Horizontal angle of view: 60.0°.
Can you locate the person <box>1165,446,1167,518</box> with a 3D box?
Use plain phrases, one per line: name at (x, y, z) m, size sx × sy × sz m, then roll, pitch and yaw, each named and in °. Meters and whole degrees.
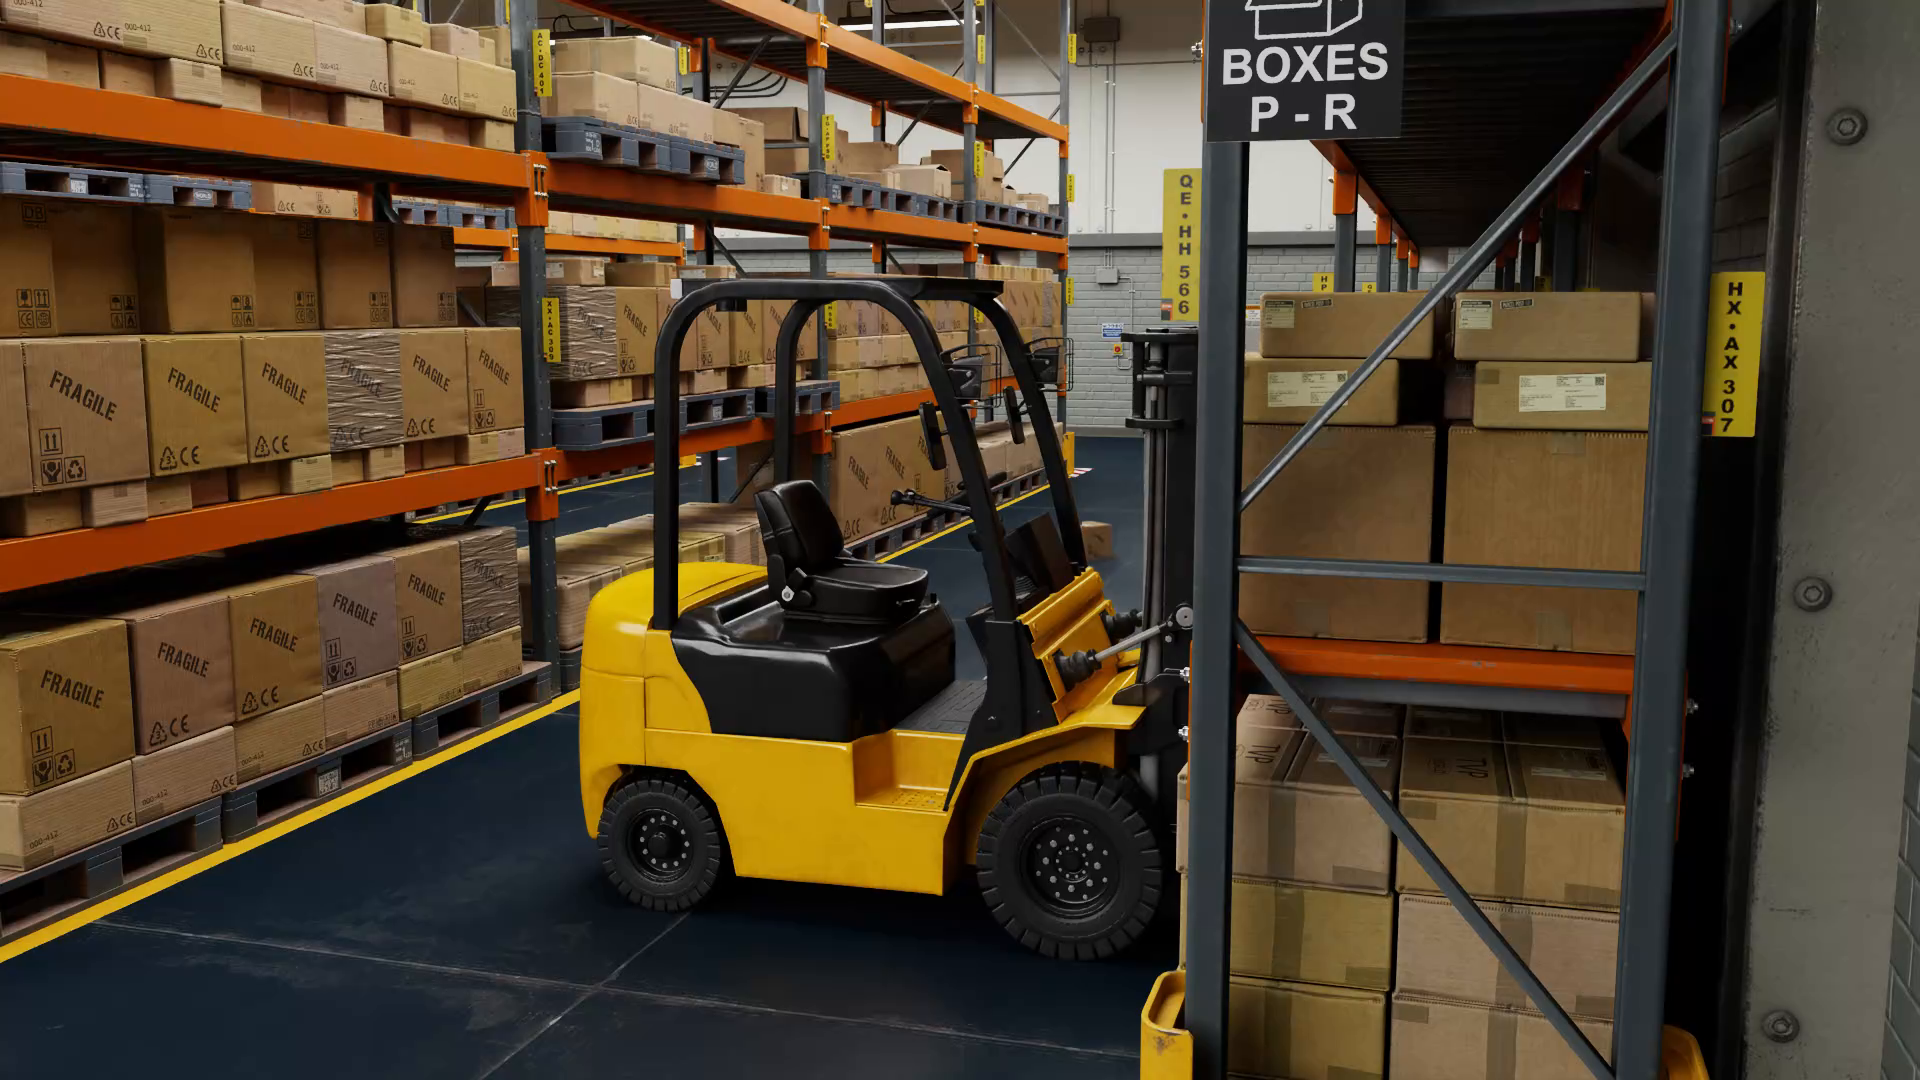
person at (1.491, -0.266, 10.311) m, size 0.587 × 1.826 × 0.490 m, roll 2°, pitch 8°, yaw 13°
